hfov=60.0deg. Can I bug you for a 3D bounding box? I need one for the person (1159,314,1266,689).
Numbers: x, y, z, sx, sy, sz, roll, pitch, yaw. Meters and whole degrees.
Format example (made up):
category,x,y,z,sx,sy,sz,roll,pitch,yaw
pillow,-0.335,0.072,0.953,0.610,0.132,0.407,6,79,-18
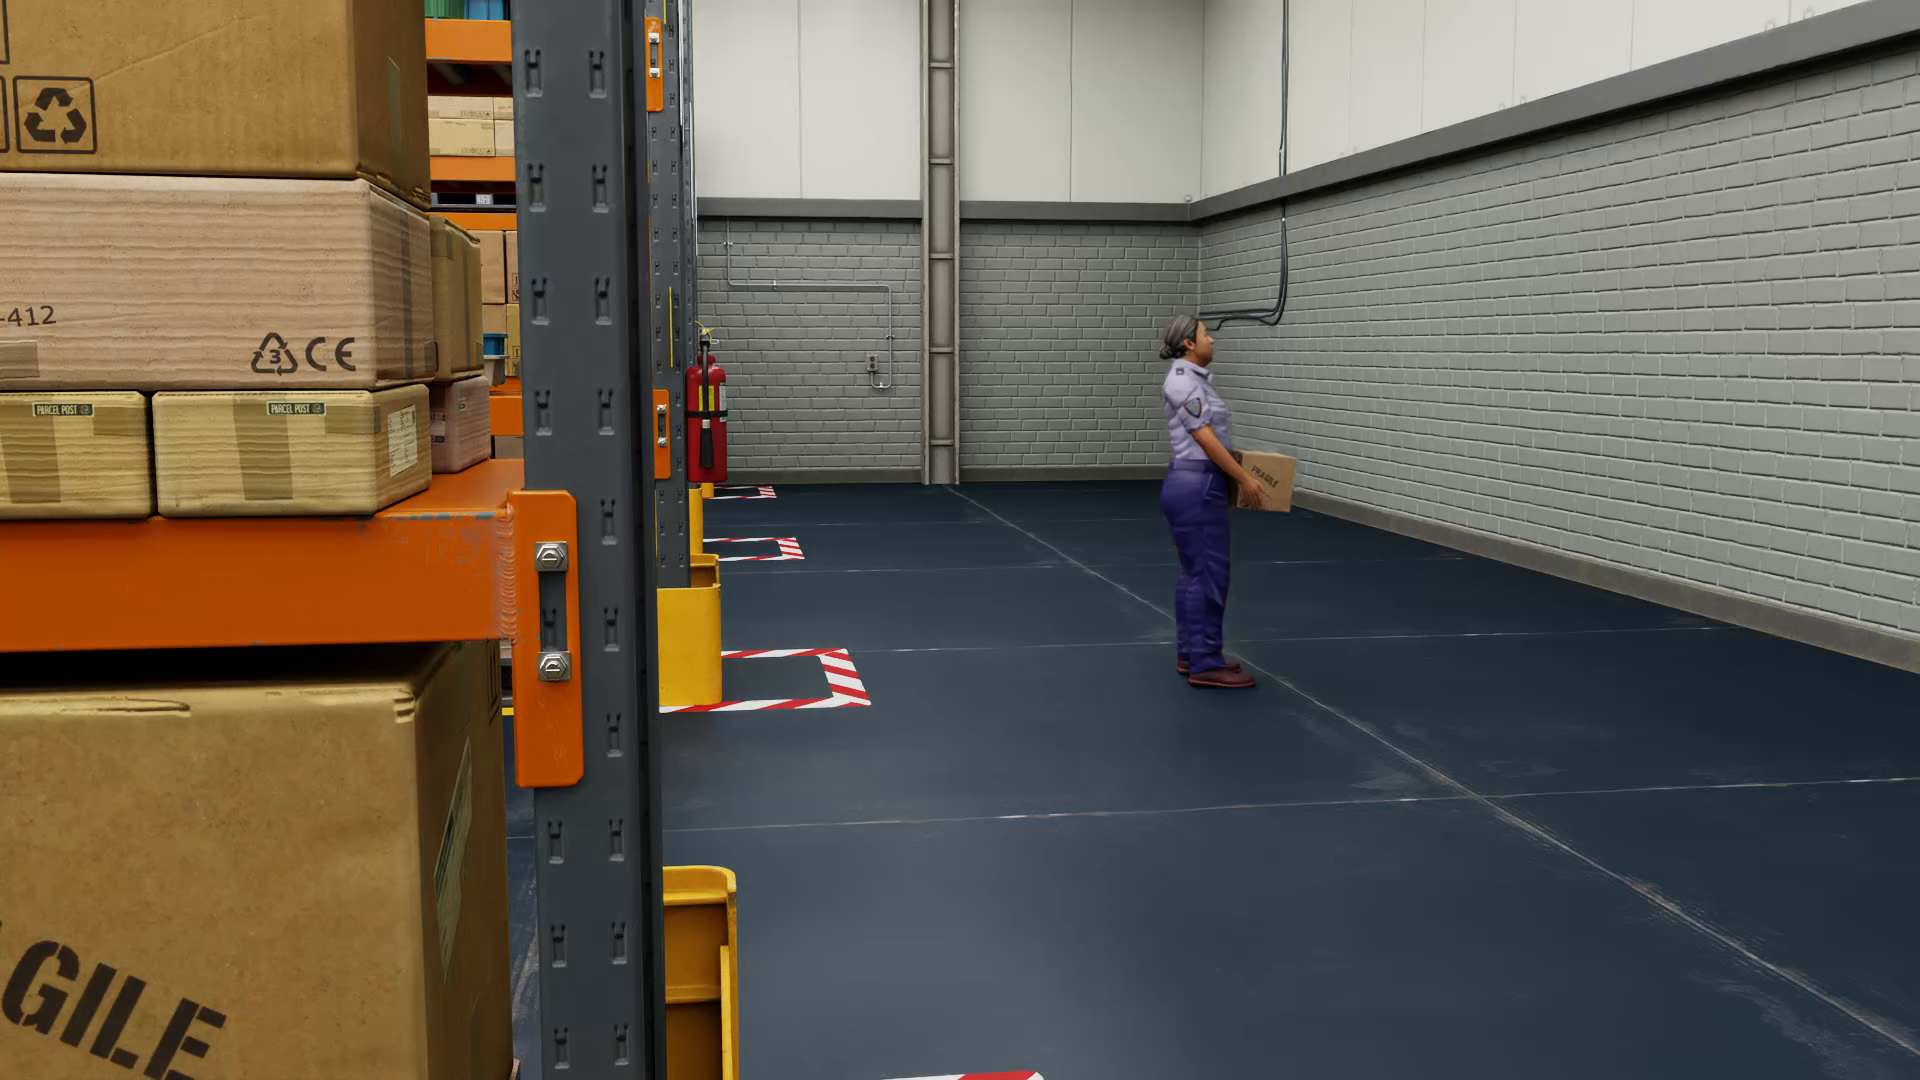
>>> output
category,x,y,z,sx,sy,sz,roll,pitch,yaw
person,1.134,-0.181,7.492,0.486,1.641,0.483,1,7,9
